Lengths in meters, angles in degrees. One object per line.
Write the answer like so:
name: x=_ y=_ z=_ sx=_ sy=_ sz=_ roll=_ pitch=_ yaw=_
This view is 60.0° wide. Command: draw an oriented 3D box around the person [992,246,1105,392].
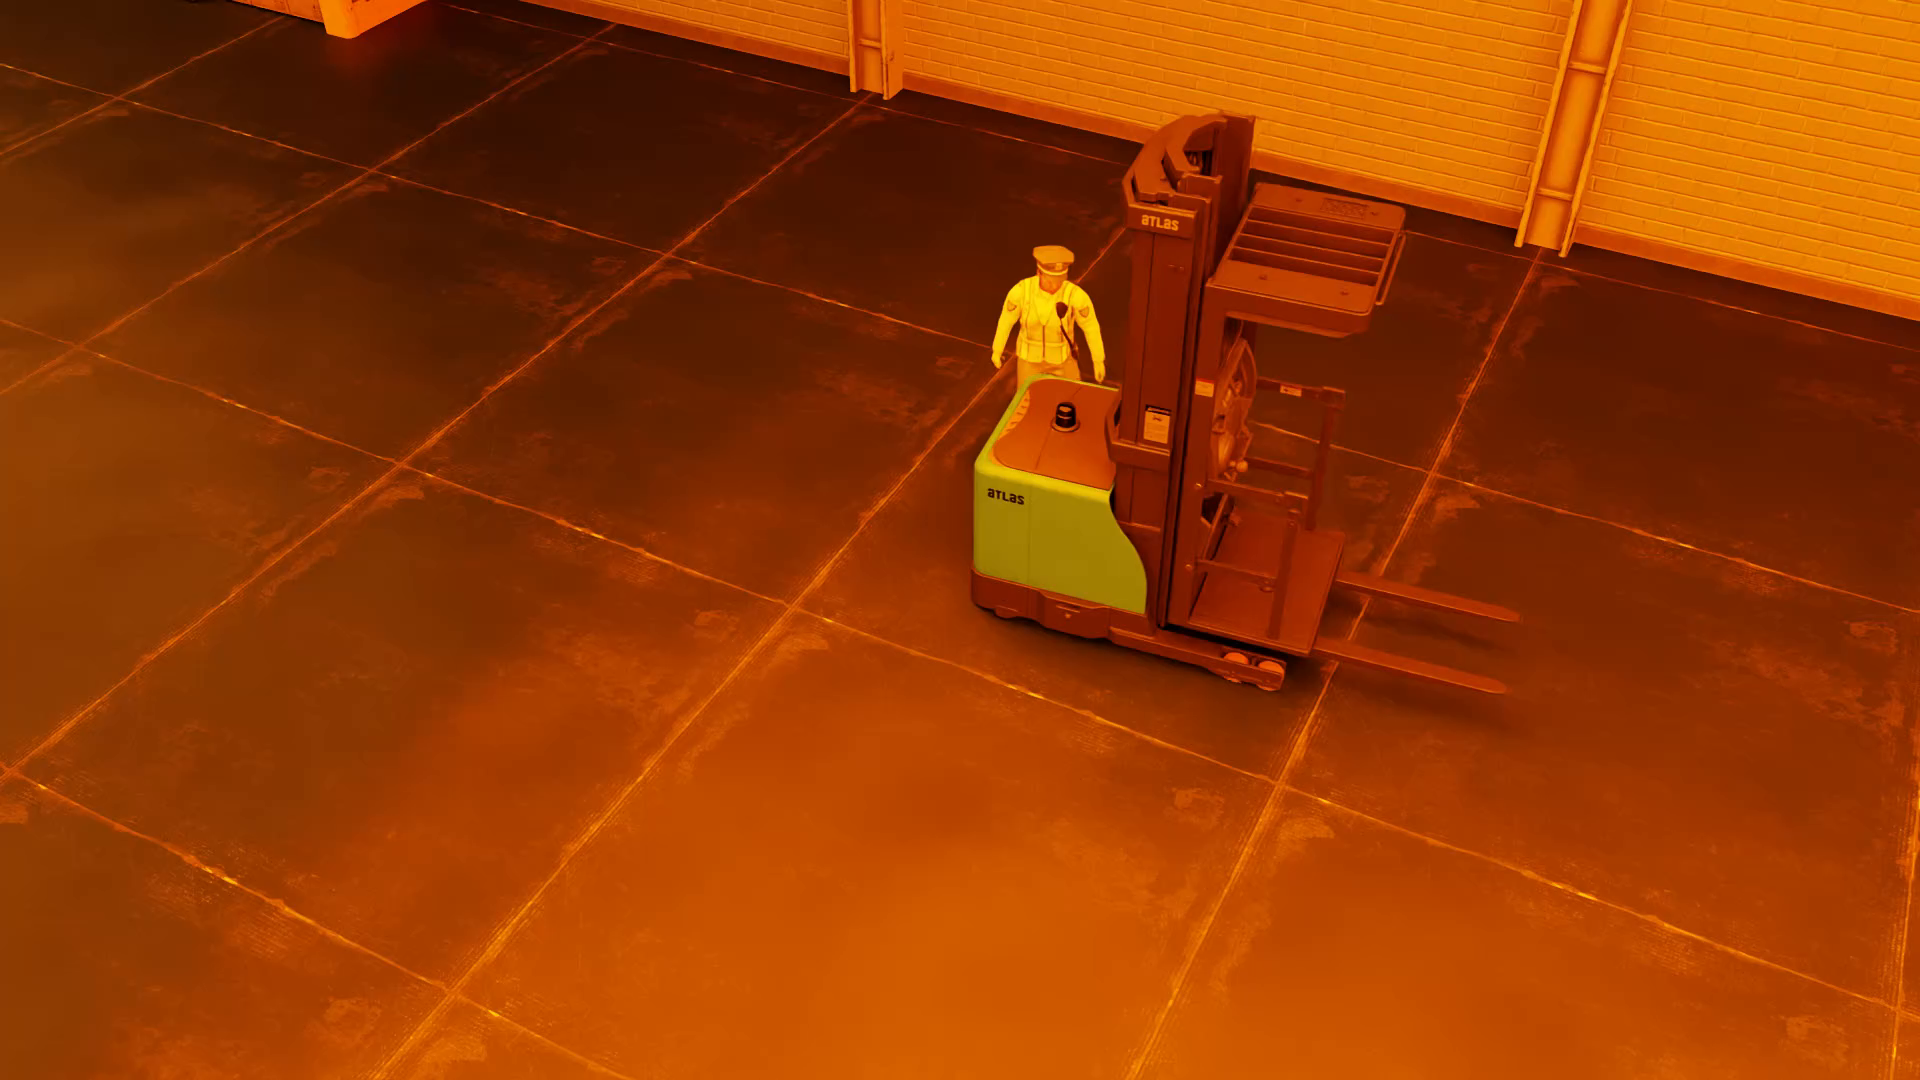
person: x=0.571 y=-1.102 z=10.307 sx=0.774 sy=1.640 sz=0.373 roll=5 pitch=40 yaw=6

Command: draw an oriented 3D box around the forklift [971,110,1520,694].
forklift: x=1.634 y=-0.672 z=8.784 sx=3.031 sy=2.935 sz=1.130 roll=14 pitch=42 yaw=16
